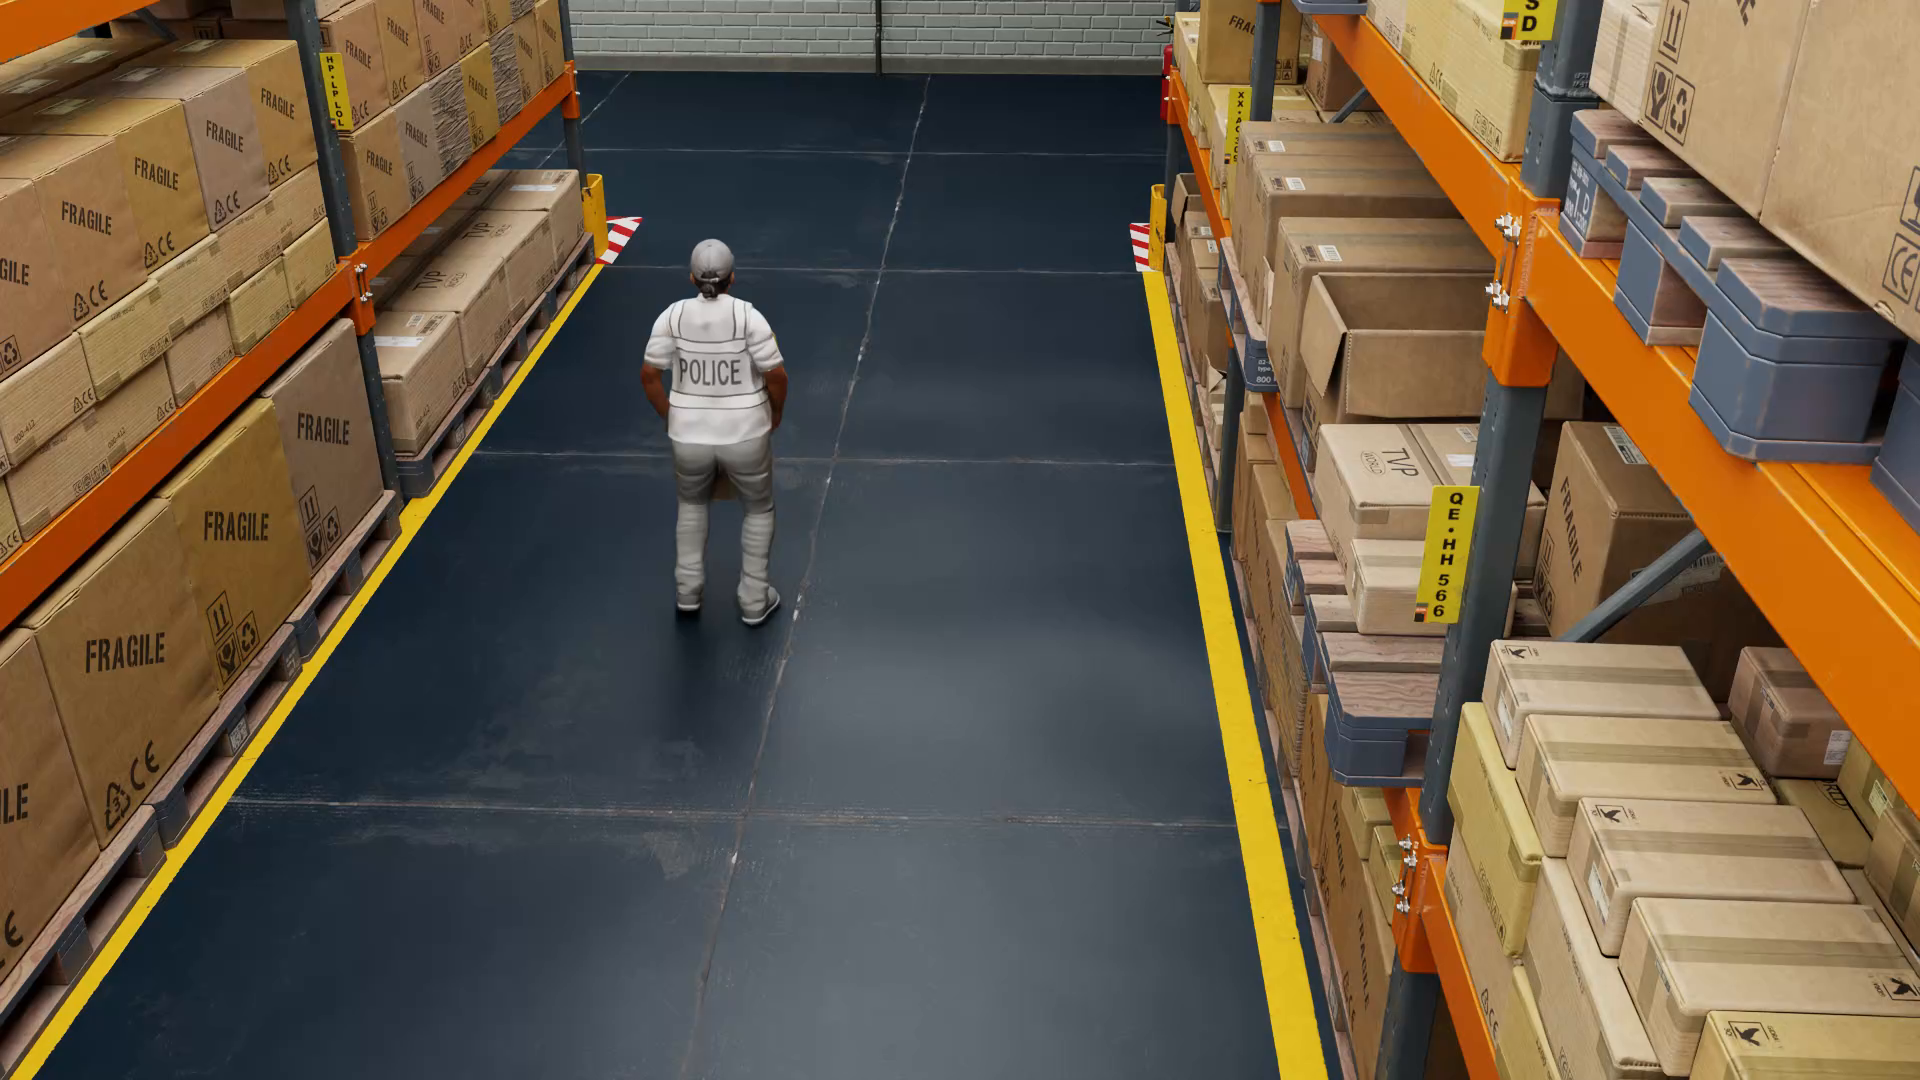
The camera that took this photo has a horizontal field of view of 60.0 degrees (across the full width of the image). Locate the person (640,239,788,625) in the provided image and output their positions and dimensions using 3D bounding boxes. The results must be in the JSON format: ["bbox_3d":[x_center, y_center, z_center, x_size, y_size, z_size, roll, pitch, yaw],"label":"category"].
[{"bbox_3d":[-1.012,-0.455,7.015,0.602,1.625,0.492,2,28,4],"label":"person"}]
